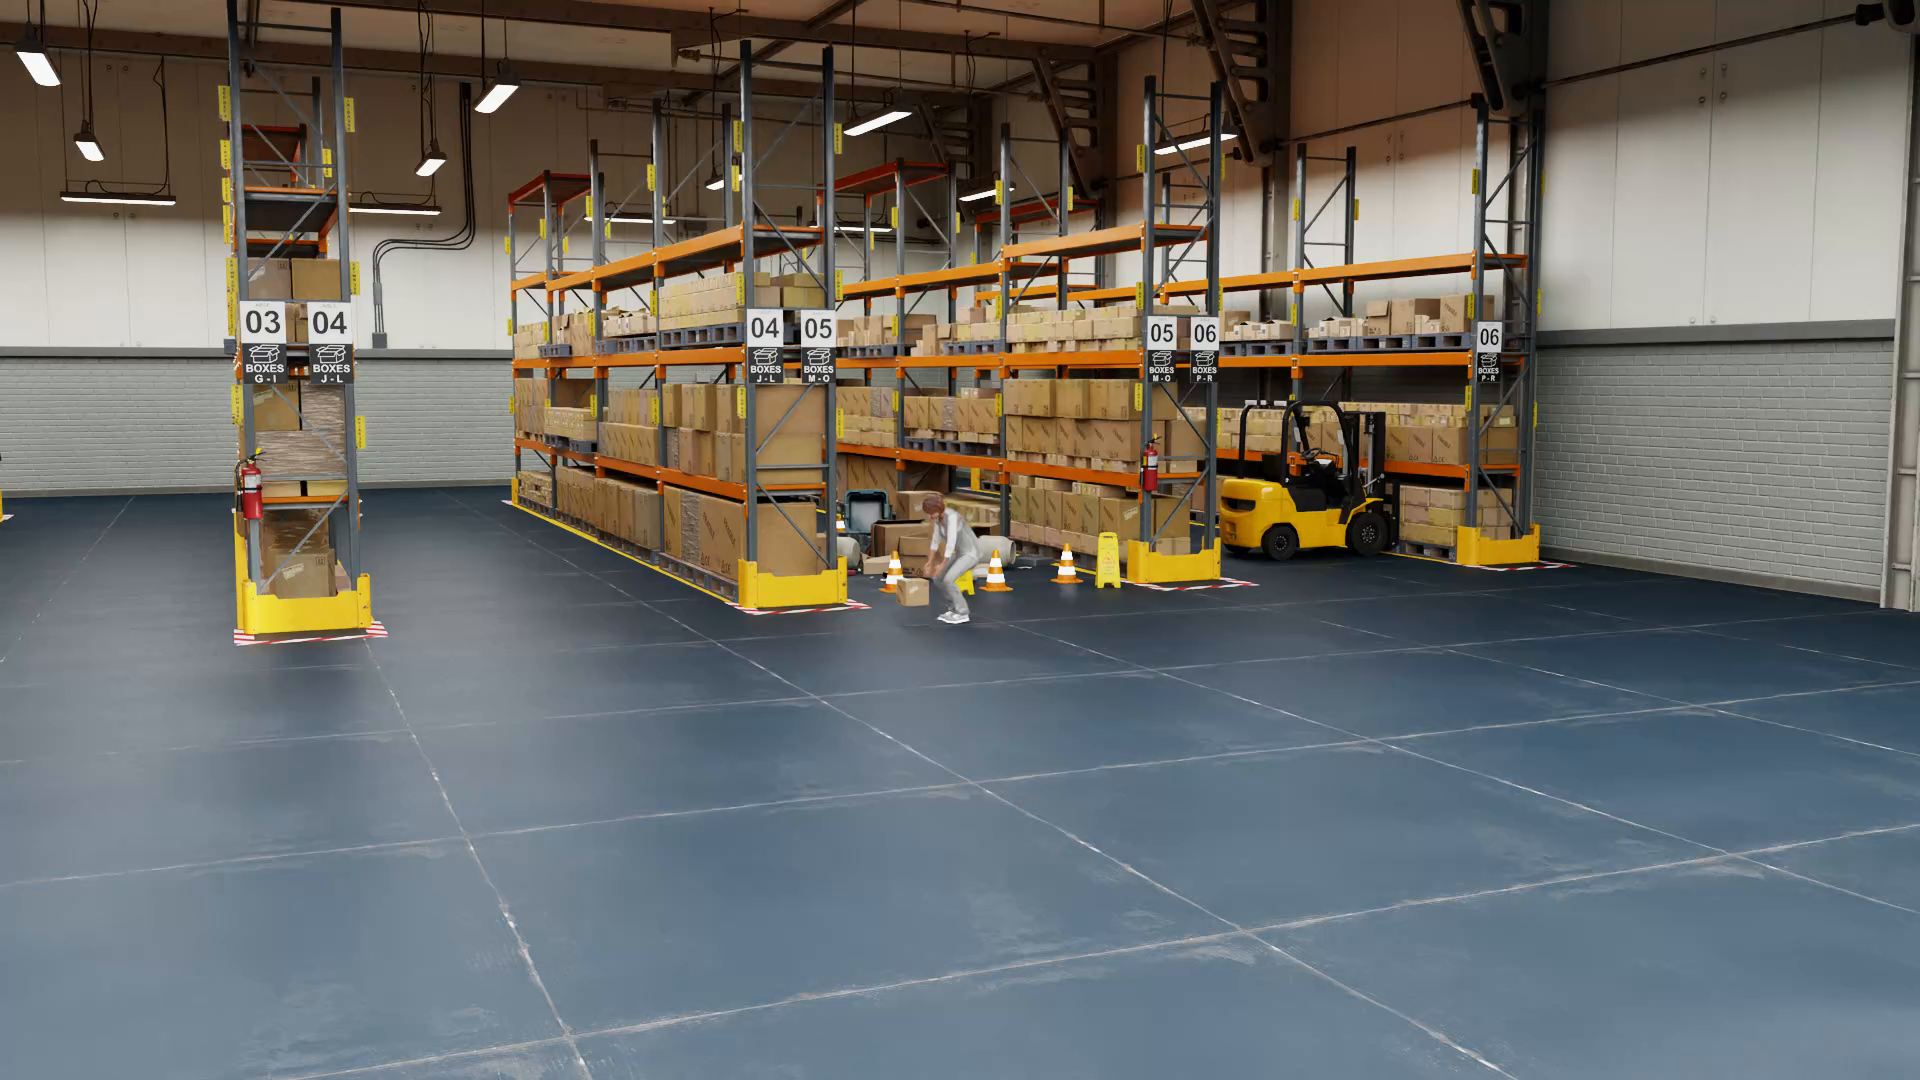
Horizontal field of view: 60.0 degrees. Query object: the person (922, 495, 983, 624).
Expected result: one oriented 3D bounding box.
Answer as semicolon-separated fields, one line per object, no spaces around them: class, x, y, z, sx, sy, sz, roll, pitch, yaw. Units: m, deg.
person;-0.074;0.198;16.830;0.656;1.284;0.463;-2;6;-24
